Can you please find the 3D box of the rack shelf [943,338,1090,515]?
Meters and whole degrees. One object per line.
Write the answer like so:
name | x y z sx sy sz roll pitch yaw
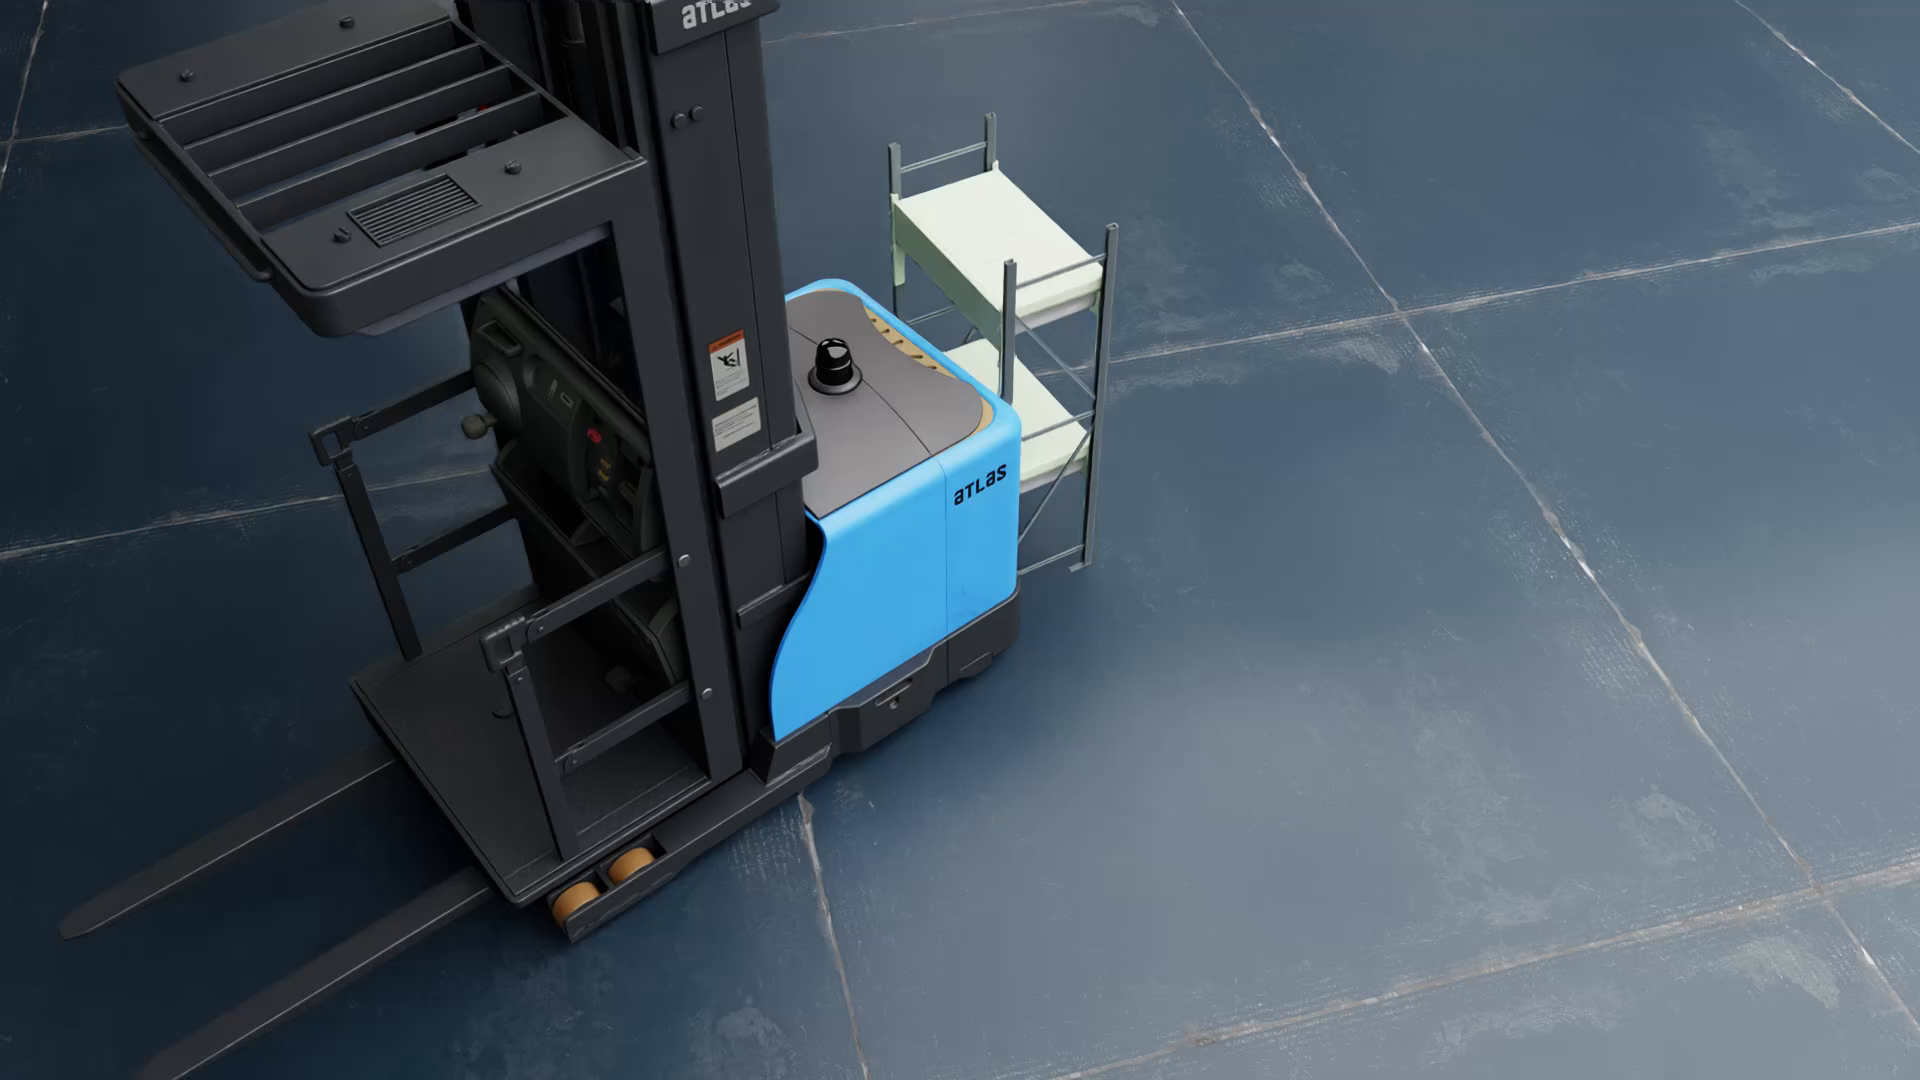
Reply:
rack shelf | 0.126 -0.370 6.019 0.431 0.370 0.720 -22 50 -20

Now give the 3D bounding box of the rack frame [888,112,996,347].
rack frame | -0.057 -0.825 6.008 0.400 1.500 0.023 -22 50 -20

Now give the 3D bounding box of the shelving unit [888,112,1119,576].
shelving unit | 0.126 -0.598 5.786 0.431 1.500 0.755 -22 50 -20

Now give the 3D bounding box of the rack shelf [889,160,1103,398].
rack shelf | 0.126 -0.871 5.507 0.431 0.370 0.720 -22 50 -20

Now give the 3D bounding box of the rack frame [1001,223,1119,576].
rack frame | 0.308 -0.372 5.564 0.400 1.500 0.023 -22 50 -20

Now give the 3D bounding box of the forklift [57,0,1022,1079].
forklift | -1.251 -0.251 4.444 3.031 2.935 1.130 -31 53 -27
